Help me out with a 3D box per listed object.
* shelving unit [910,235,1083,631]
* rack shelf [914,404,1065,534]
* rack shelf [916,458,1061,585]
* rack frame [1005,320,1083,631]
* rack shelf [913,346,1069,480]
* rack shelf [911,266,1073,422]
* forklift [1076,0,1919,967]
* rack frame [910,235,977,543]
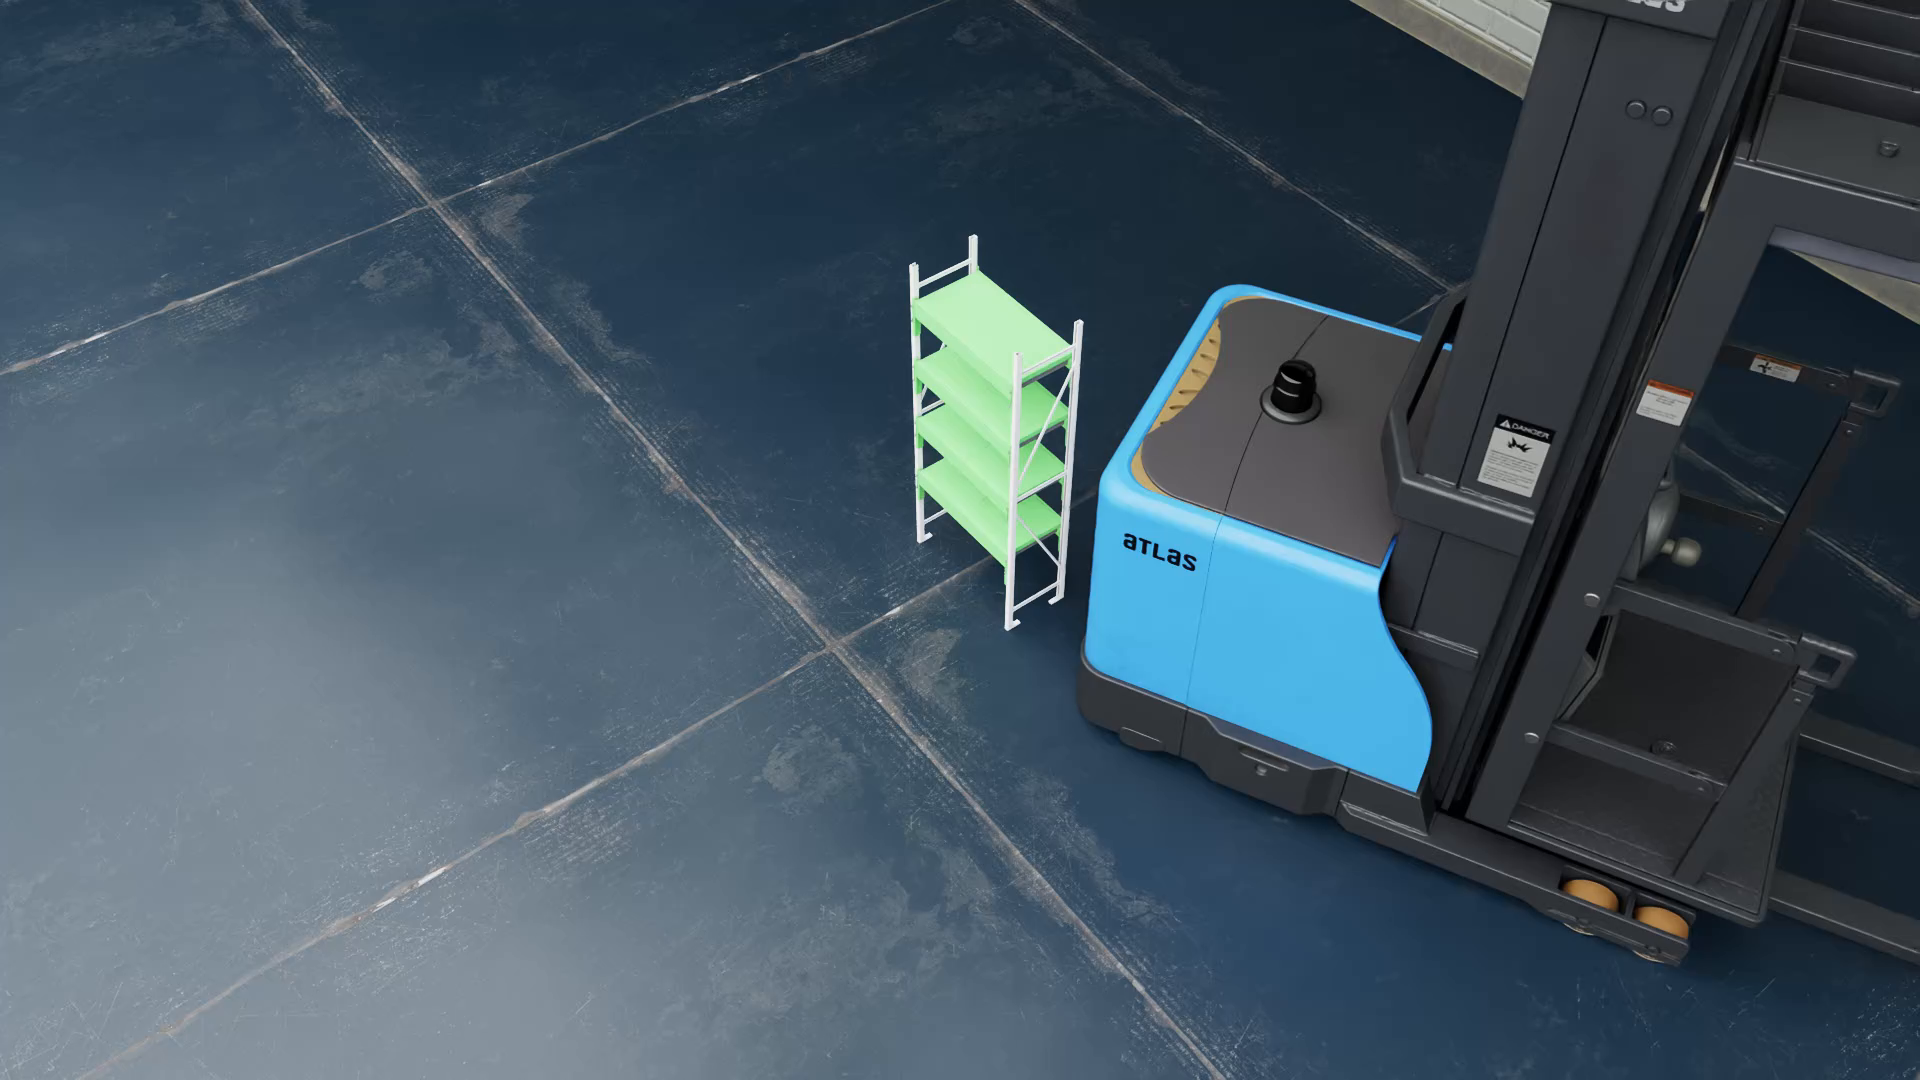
[{"bbox_3d":[0.100,-0.305,5.217,0.258,1.200,0.503,-29,54,-24],"label":"shelving unit"},{"bbox_3d":[0.100,-0.262,5.264,0.258,0.148,0.480,-29,54,-24],"label":"rack shelf"},{"bbox_3d":[0.100,-0.101,5.442,0.258,0.148,0.480,-29,54,-24],"label":"rack shelf"},{"bbox_3d":[0.248,-0.162,5.087,0.240,1.200,0.015,-29,54,-24],"label":"rack frame"},{"bbox_3d":[0.100,-0.424,5.087,0.258,0.148,0.480,-29,54,-24],"label":"rack shelf"},{"bbox_3d":[0.100,-0.585,4.909,0.258,0.148,0.480,-29,54,-24],"label":"rack shelf"},{"bbox_3d":[1.917,-0.254,4.002,3.031,2.935,1.130,20,51,17],"label":"forklift"},{"bbox_3d":[-0.048,-0.449,5.347,0.240,1.200,0.015,-29,54,-24],"label":"rack frame"}]
